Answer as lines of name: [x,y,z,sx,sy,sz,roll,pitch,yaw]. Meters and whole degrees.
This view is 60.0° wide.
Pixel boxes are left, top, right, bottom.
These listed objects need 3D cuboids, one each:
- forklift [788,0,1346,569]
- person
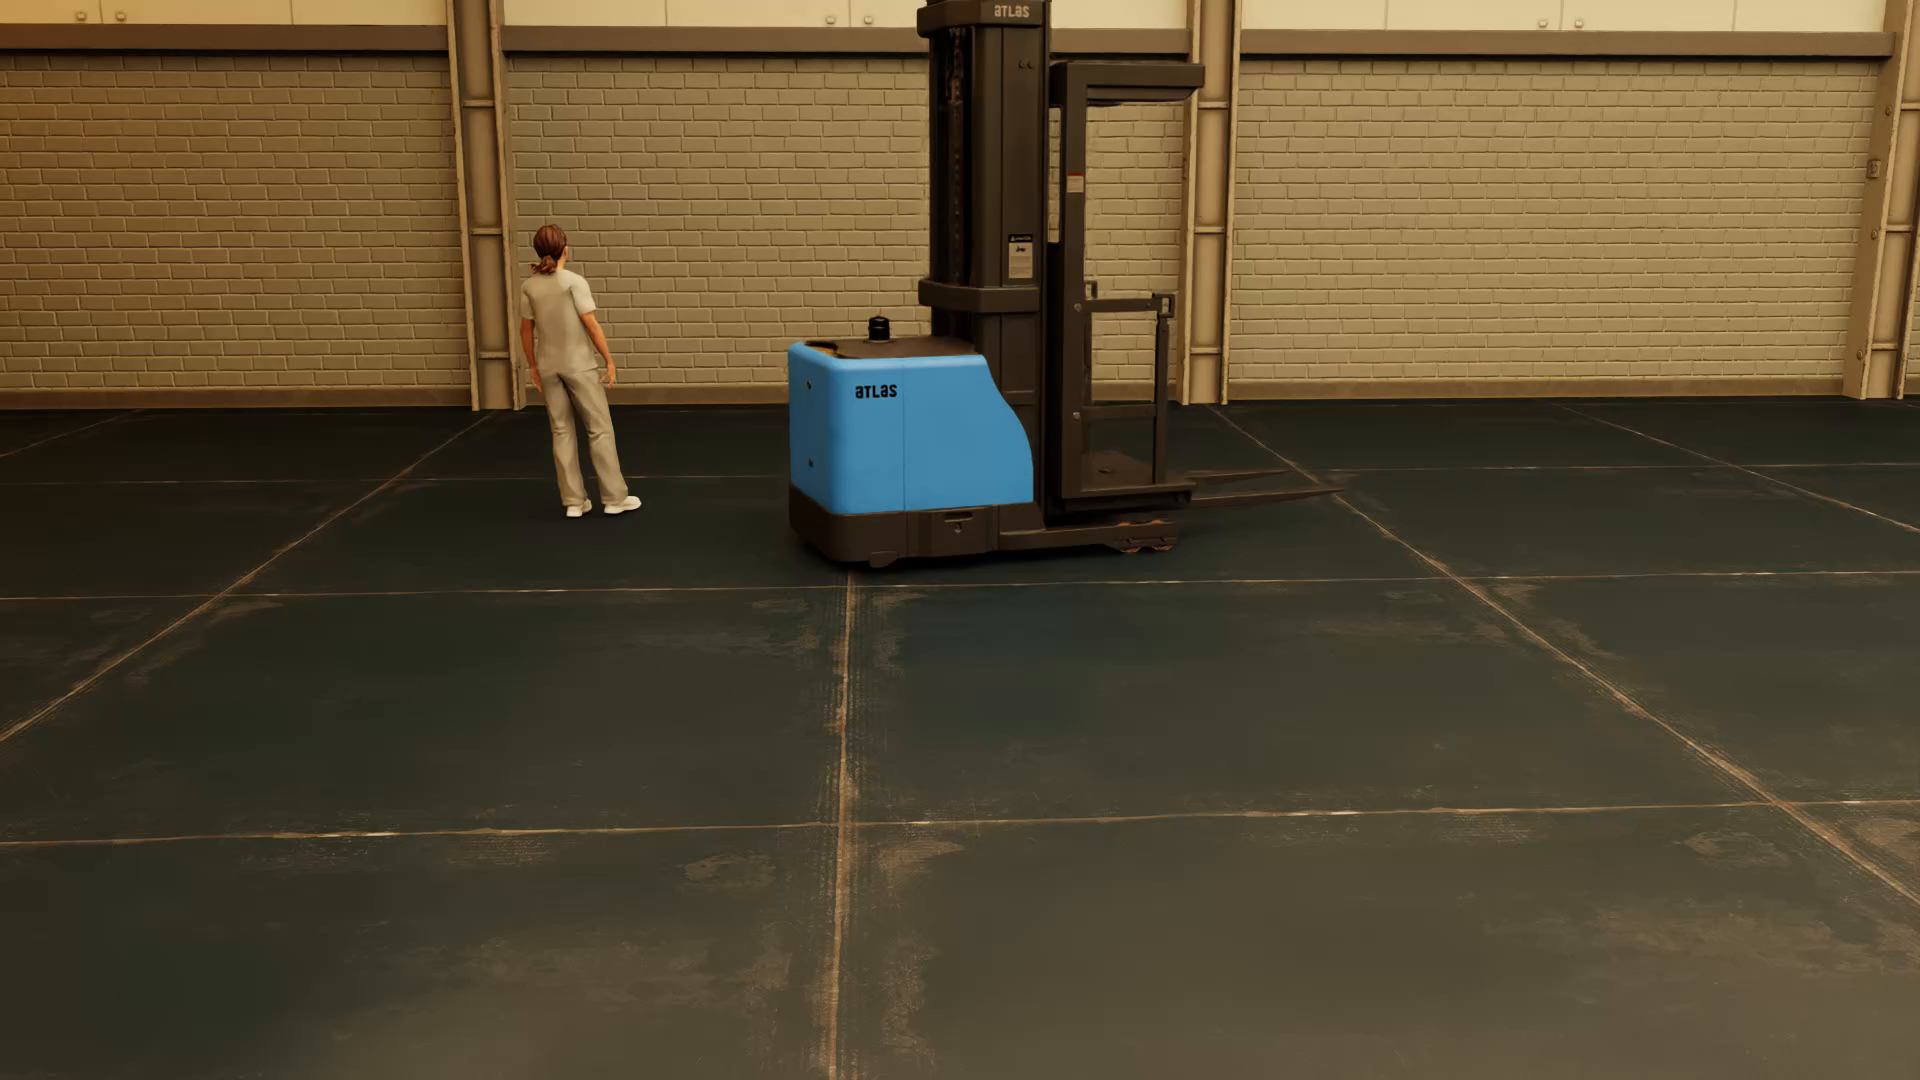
forklift: [0.637,-1.460,8.915,3.031,2.935,1.130,-4,13,-19]
person: [-2.222,-0.974,9.585,0.544,1.675,0.550,3,13,15]
